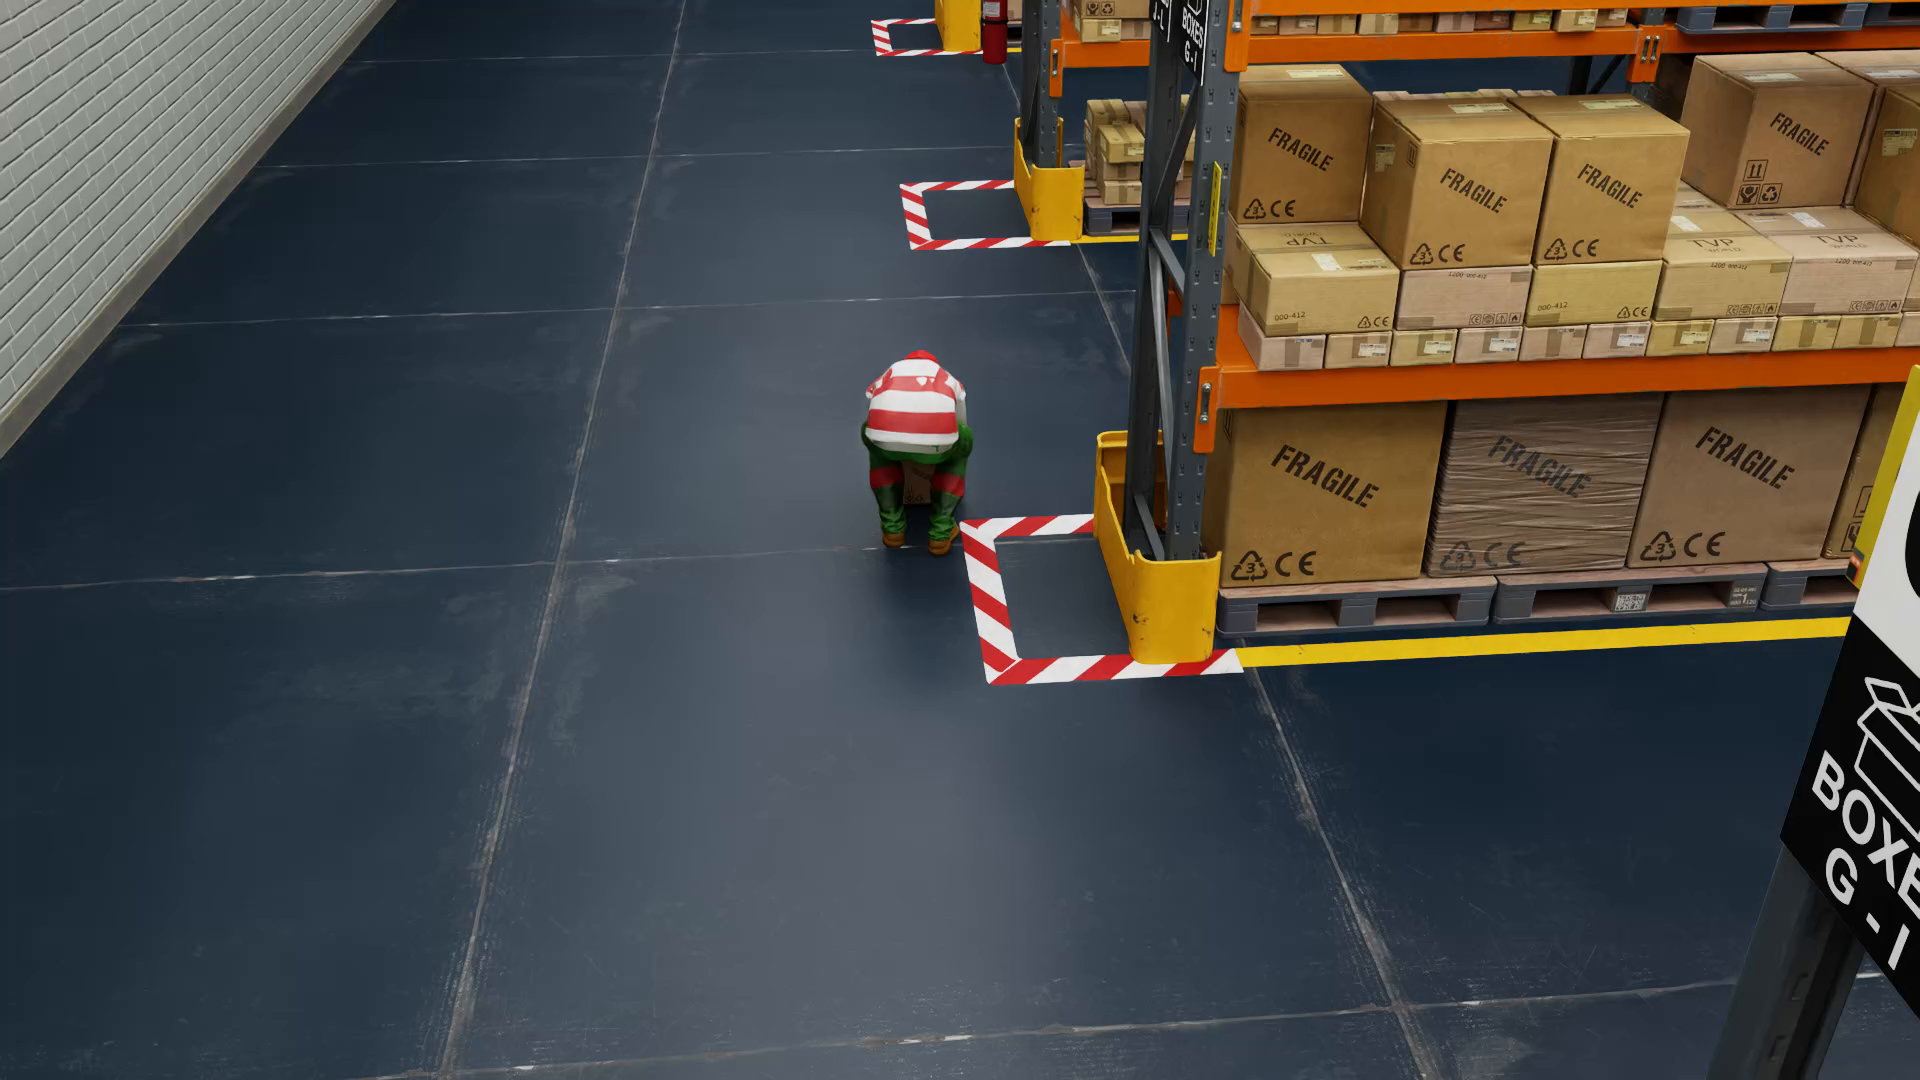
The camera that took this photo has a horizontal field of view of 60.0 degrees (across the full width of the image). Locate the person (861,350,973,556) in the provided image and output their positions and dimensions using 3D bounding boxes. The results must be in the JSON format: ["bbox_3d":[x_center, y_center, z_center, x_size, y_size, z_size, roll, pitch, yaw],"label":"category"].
[{"bbox_3d":[-0.196,-0.447,7.773,0.526,0.893,0.961,2,31,3],"label":"person"}]
